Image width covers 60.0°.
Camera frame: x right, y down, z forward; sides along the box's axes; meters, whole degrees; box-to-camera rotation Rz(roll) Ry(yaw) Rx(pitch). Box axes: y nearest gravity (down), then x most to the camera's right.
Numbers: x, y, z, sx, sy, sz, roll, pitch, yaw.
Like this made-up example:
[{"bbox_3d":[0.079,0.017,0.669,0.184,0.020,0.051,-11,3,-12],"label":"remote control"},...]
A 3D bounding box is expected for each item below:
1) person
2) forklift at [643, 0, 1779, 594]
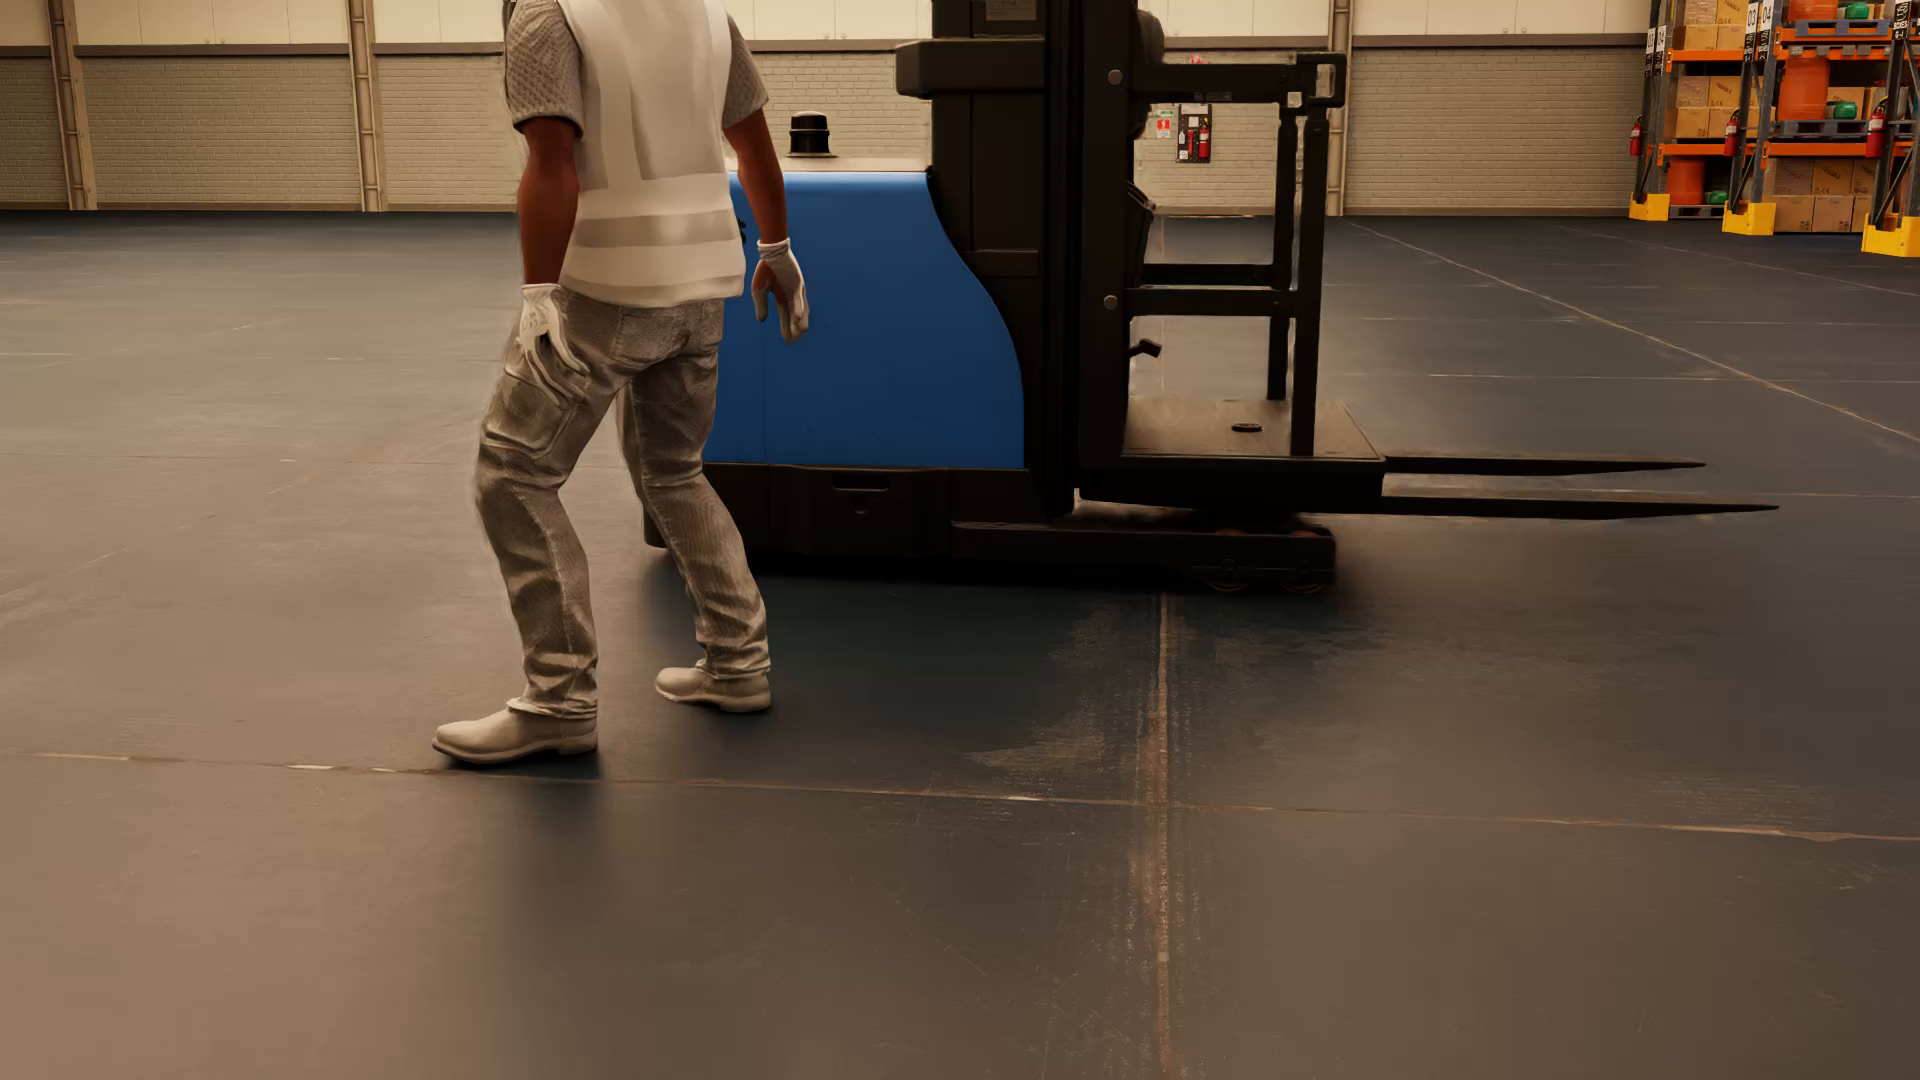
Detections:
[{"bbox_3d":[-0.661,-0.487,3.245,0.454,1.746,0.882,8,15,29],"label":"person"},{"bbox_3d":[0.677,-1.413,4.554,3.031,2.935,1.130,2,13,7],"label":"forklift"}]
